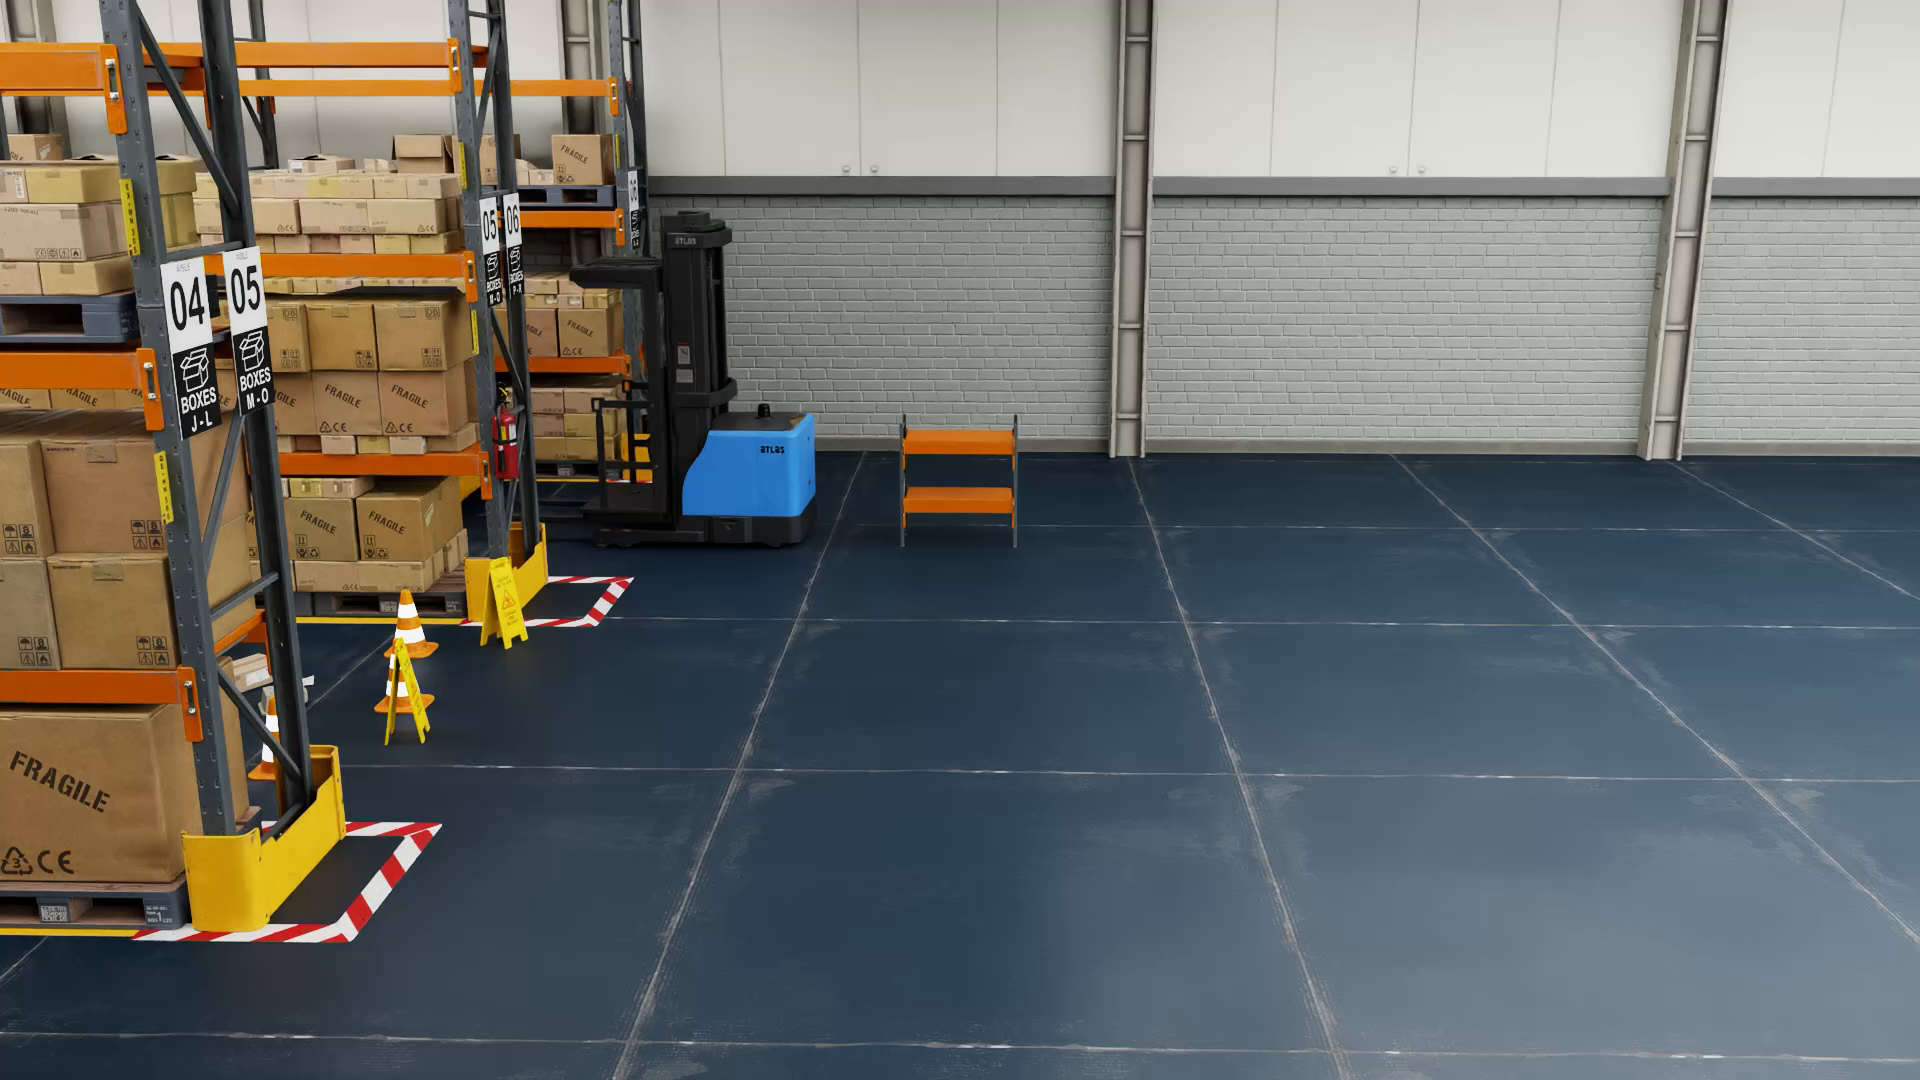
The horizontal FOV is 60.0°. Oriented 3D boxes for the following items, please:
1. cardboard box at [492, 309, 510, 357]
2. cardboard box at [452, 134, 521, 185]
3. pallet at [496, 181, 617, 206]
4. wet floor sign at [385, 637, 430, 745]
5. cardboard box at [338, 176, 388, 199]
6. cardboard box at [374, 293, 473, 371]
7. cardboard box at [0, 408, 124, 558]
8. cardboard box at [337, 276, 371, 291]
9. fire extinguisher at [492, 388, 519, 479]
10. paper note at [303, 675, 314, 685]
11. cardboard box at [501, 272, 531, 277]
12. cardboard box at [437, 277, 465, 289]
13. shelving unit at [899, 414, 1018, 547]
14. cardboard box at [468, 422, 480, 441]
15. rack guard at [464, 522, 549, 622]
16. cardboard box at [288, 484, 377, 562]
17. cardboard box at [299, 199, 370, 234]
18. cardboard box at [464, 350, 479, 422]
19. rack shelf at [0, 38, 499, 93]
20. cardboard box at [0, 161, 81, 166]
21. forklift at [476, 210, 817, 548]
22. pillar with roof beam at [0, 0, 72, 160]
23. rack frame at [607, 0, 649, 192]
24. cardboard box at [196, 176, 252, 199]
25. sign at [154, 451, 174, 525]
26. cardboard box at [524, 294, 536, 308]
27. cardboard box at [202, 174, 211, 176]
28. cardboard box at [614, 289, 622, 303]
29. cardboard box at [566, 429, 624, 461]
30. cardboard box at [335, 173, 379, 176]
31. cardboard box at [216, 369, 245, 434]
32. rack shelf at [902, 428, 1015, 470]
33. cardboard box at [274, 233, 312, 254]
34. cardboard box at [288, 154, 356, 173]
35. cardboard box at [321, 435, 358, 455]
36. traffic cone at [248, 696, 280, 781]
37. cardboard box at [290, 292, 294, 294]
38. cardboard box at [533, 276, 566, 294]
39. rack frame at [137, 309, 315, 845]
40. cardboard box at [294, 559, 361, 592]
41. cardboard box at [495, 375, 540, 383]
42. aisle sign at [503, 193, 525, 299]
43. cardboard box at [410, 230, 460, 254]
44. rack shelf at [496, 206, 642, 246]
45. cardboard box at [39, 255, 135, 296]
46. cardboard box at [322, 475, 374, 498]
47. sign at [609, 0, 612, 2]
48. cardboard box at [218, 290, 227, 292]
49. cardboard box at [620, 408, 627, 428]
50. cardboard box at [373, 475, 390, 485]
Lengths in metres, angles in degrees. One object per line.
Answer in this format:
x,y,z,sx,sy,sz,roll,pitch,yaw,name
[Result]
-4.958,-2.223,17.600,0.500,0.500,0.500,0,15,0,cardboard box
-4.899,-3.952,17.256,0.500,0.500,0.700,0,15,2,cardboard box
-4.135,-3.648,17.491,1.213,0.211,1.003,0,15,1,pallet
-3.497,0.933,10.448,0.232,0.644,0.267,-2,15,-8,wet floor sign
-4.410,-2.613,12.325,0.250,0.149,0.380,0,15,1,cardboard box
-4.068,-1.587,12.645,0.500,0.500,0.700,0,15,0,cardboard box
-4.499,-0.288,8.049,0.550,0.550,0.875,0,15,1,cardboard box
-6.342,-2.678,17.468,0.250,0.149,0.380,1,15,3,cardboard box
-3.449,-0.808,12.584,0.183,0.674,0.296,0,15,1,fire extinguisher
-4.547,0.974,11.500,0.142,0.019,0.148,-5,16,-18,paper note
-4.795,-2.801,17.936,0.250,0.149,0.380,1,15,3,cardboard box
-5.326,-2.692,17.524,0.250,0.149,0.380,1,15,2,cardboard box
-0.007,-0.544,15.107,1.048,1.125,0.538,0,15,1,shelving unit
-3.886,-0.897,13.263,0.250,0.149,0.380,0,15,2,cardboard box
-3.628,0.245,13.343,0.348,0.500,1.175,0,15,1,rack guard
-4.881,-0.141,13.001,0.500,0.500,0.500,1,15,4,cardboard box
-4.573,-2.427,12.399,0.500,0.250,0.500,0,15,1,cardboard box
-4.018,-1.230,13.251,0.500,0.500,0.500,0,15,1,cardboard box
-5.551,-3.528,12.398,4.000,0.370,1.077,0,15,1,rack shelf
-4.409,-1.753,8.045,0.250,0.149,0.380,0,15,1,cardboard box
-2.895,-1.481,15.116,3.031,2.935,1.130,1,15,4,forklift
-10.210,-4.306,13.930,0.400,9.000,9.100,0,15,1,pillar with roof beam
-3.429,-5.130,17.055,0.127,3.000,1.000,0,15,1,rack frame
-5.431,-2.606,12.298,0.250,0.149,0.380,1,15,3,cardboard box
-3.605,-0.237,7.533,0.005,0.325,0.100,0,15,1,sign
-4.544,-2.538,17.523,0.250,0.149,0.380,0,15,1,cardboard box
-5.675,-2.772,12.926,0.250,0.149,0.380,1,15,2,cardboard box
-3.761,-2.660,17.984,0.250,0.149,0.380,0,15,0,cardboard box
-3.906,-1.025,17.824,0.500,0.250,0.500,0,15,2,cardboard box
-4.651,-2.768,12.911,0.250,0.149,0.380,0,15,1,cardboard box
-5.608,-1.106,12.782,0.500,0.500,0.500,1,15,2,cardboard box
-0.007,-0.827,15.032,1.000,0.278,0.538,0,15,1,rack shelf
-4.932,-2.235,12.455,0.250,0.149,0.380,0,15,1,cardboard box
-6.602,-3.847,17.225,0.500,0.311,0.500,1,15,3,cardboard box
-4.701,-0.764,12.760,0.250,0.149,0.380,1,15,2,cardboard box
-4.072,1.161,9.944,0.334,0.463,0.336,0,15,1,traffic cone
-7.115,-2.548,17.561,0.250,0.149,0.380,0,15,1,cardboard box
-4.302,-2.672,17.448,0.250,0.149,0.380,1,15,3,cardboard box
-3.577,0.299,8.235,0.127,3.000,1.000,0,15,1,rack frame
-4.884,0.221,13.100,0.500,0.250,0.500,0,15,2,cardboard box
-4.903,-1.646,18.216,0.500,0.250,0.500,0,15,1,cardboard box
-3.482,-2.299,12.989,0.004,0.787,0.394,0,15,1,aisle sign
-3.915,-2.223,12.410,0.250,0.149,0.380,0,15,2,cardboard box
-5.428,-3.345,17.579,4.000,0.370,1.077,0,15,1,rack shelf
-3.918,-1.197,7.499,0.250,0.149,0.380,0,15,1,cardboard box
-4.728,-0.437,12.853,0.250,0.149,0.380,1,15,3,cardboard box
-3.457,-5.482,16.401,0.005,0.325,0.100,0,15,1,sign
-7.774,-2.563,17.617,0.250,0.149,0.380,1,15,3,cardboard box
-3.893,-1.401,18.266,0.500,0.250,0.500,1,15,2,cardboard box
-4.897,-0.278,13.520,0.500,0.500,0.500,0,15,-1,cardboard box
